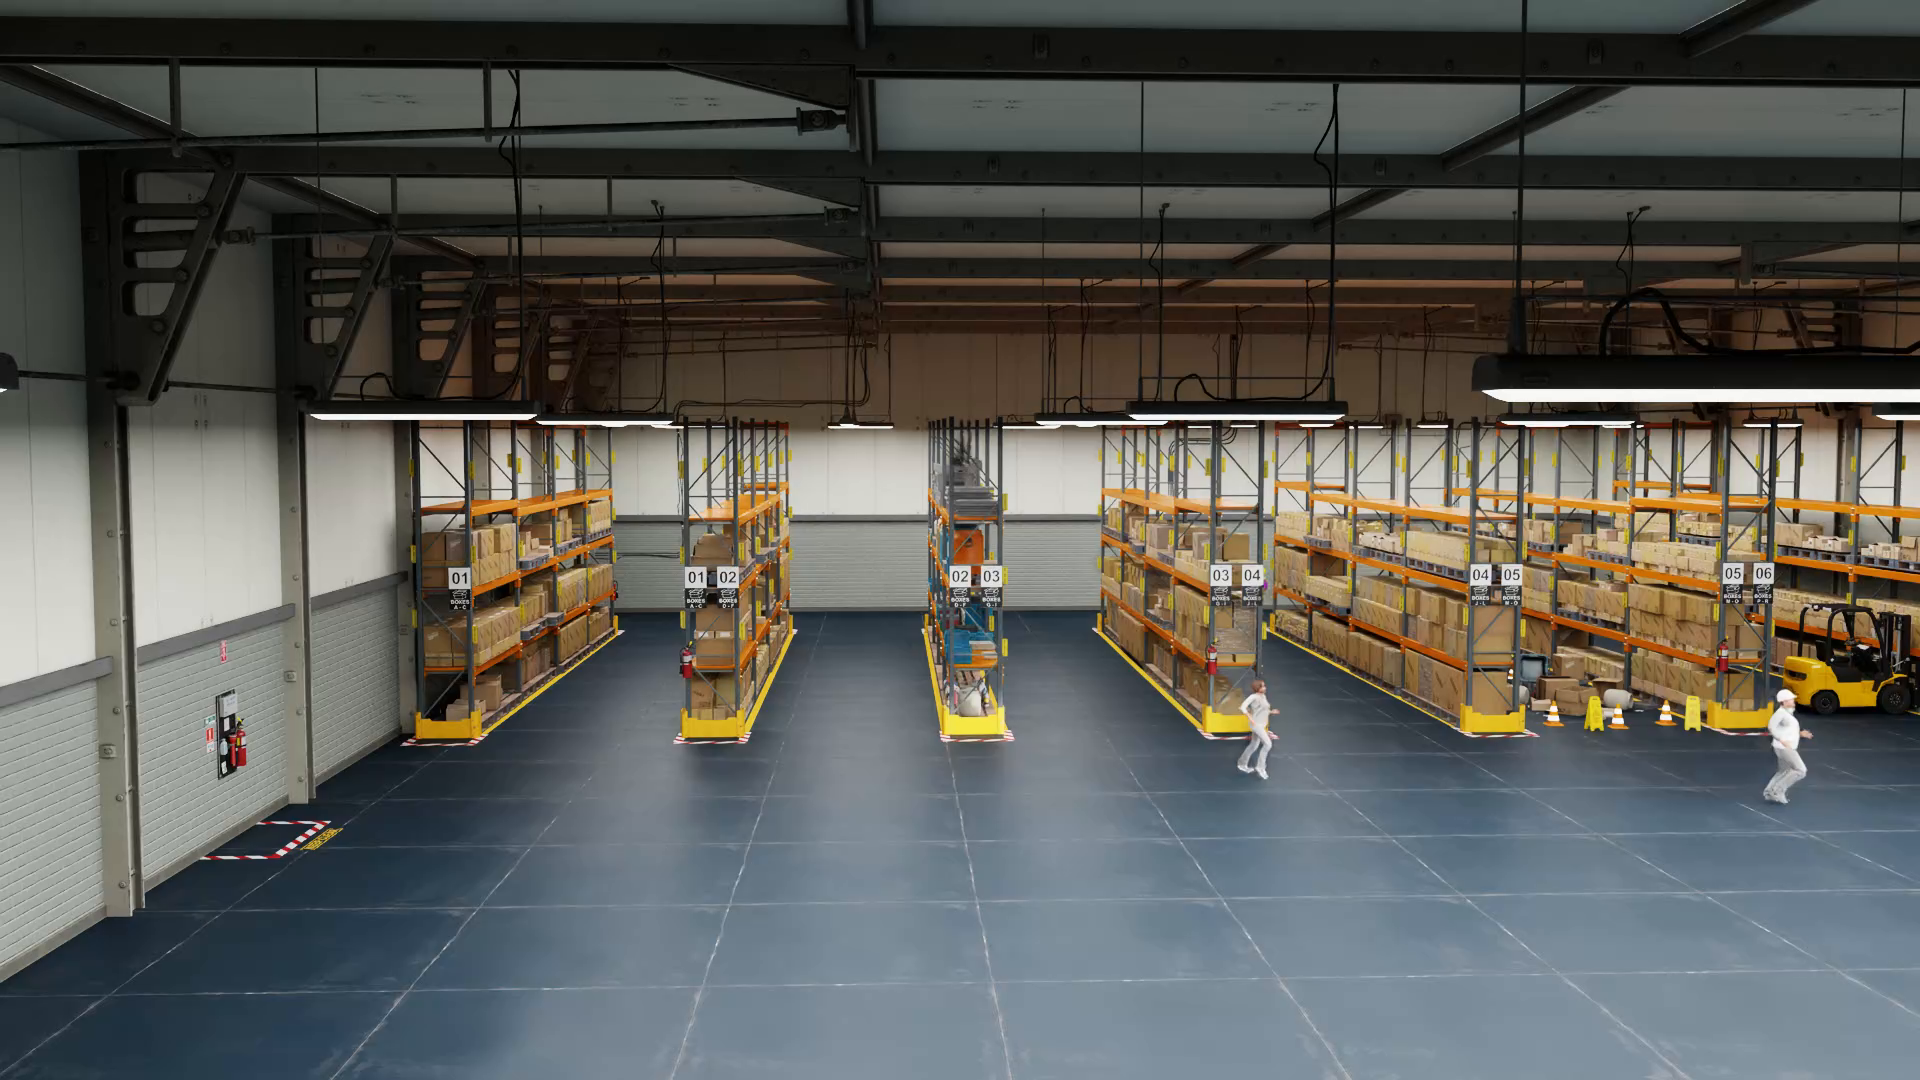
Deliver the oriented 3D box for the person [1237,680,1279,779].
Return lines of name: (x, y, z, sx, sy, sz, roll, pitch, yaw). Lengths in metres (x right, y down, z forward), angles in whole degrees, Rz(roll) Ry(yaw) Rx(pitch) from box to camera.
person: (4.935, 3.128, 27.577, 0.709, 1.636, 0.516, 2, 4, 27)

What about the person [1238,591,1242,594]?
person: (7.810, 1.926, 45.036, 0.734, 1.721, 0.536, 0, 4, 1)

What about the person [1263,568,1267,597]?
person: (8.692, 1.681, 48.853, 0.594, 1.744, 0.766, -2, 4, -25)

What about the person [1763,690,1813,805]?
person: (12.712, 3.178, 25.516, 0.664, 1.746, 0.632, 2, 4, 30)
